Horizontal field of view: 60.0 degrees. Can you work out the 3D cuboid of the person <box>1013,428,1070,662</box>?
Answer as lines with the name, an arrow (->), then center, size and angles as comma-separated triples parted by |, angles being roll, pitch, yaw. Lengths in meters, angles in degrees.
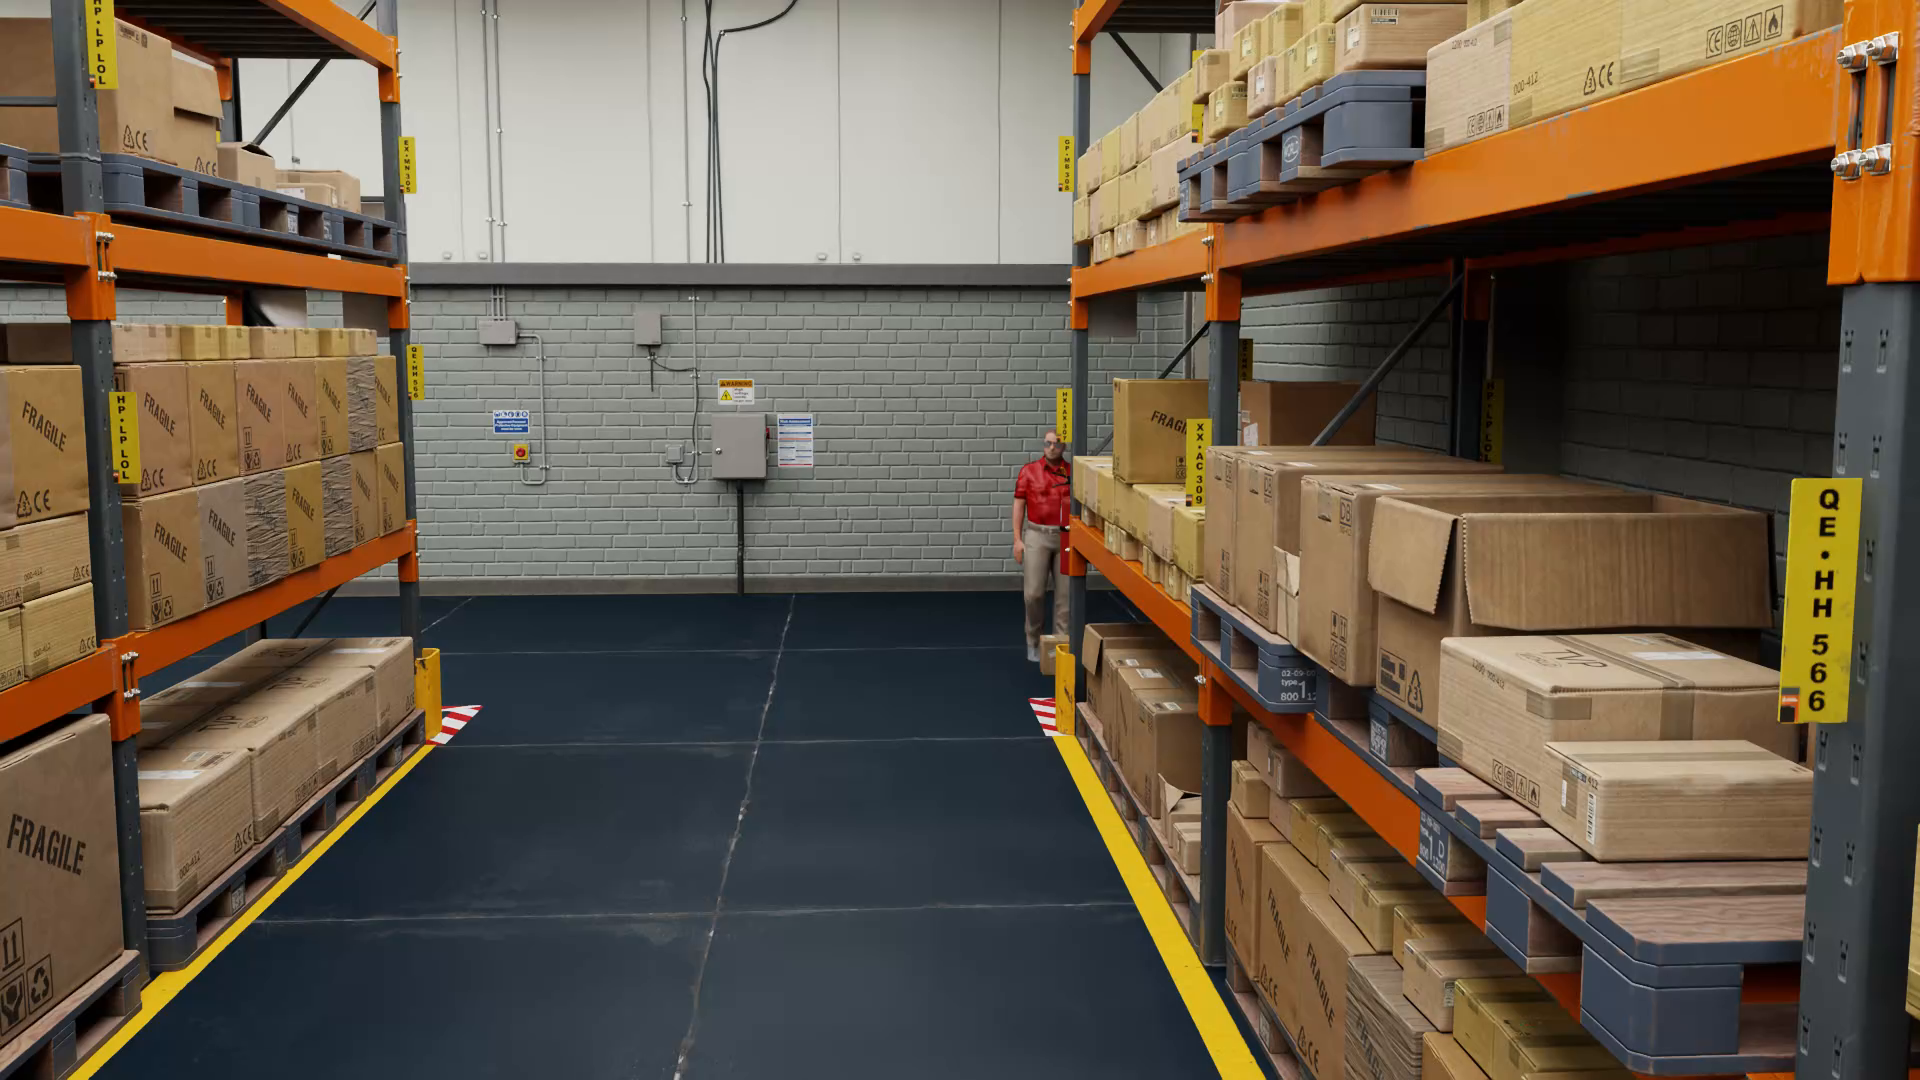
person -> 0.716, 0.081, 12.401 | 0.610, 1.812, 0.488 | -1, 7, -9
